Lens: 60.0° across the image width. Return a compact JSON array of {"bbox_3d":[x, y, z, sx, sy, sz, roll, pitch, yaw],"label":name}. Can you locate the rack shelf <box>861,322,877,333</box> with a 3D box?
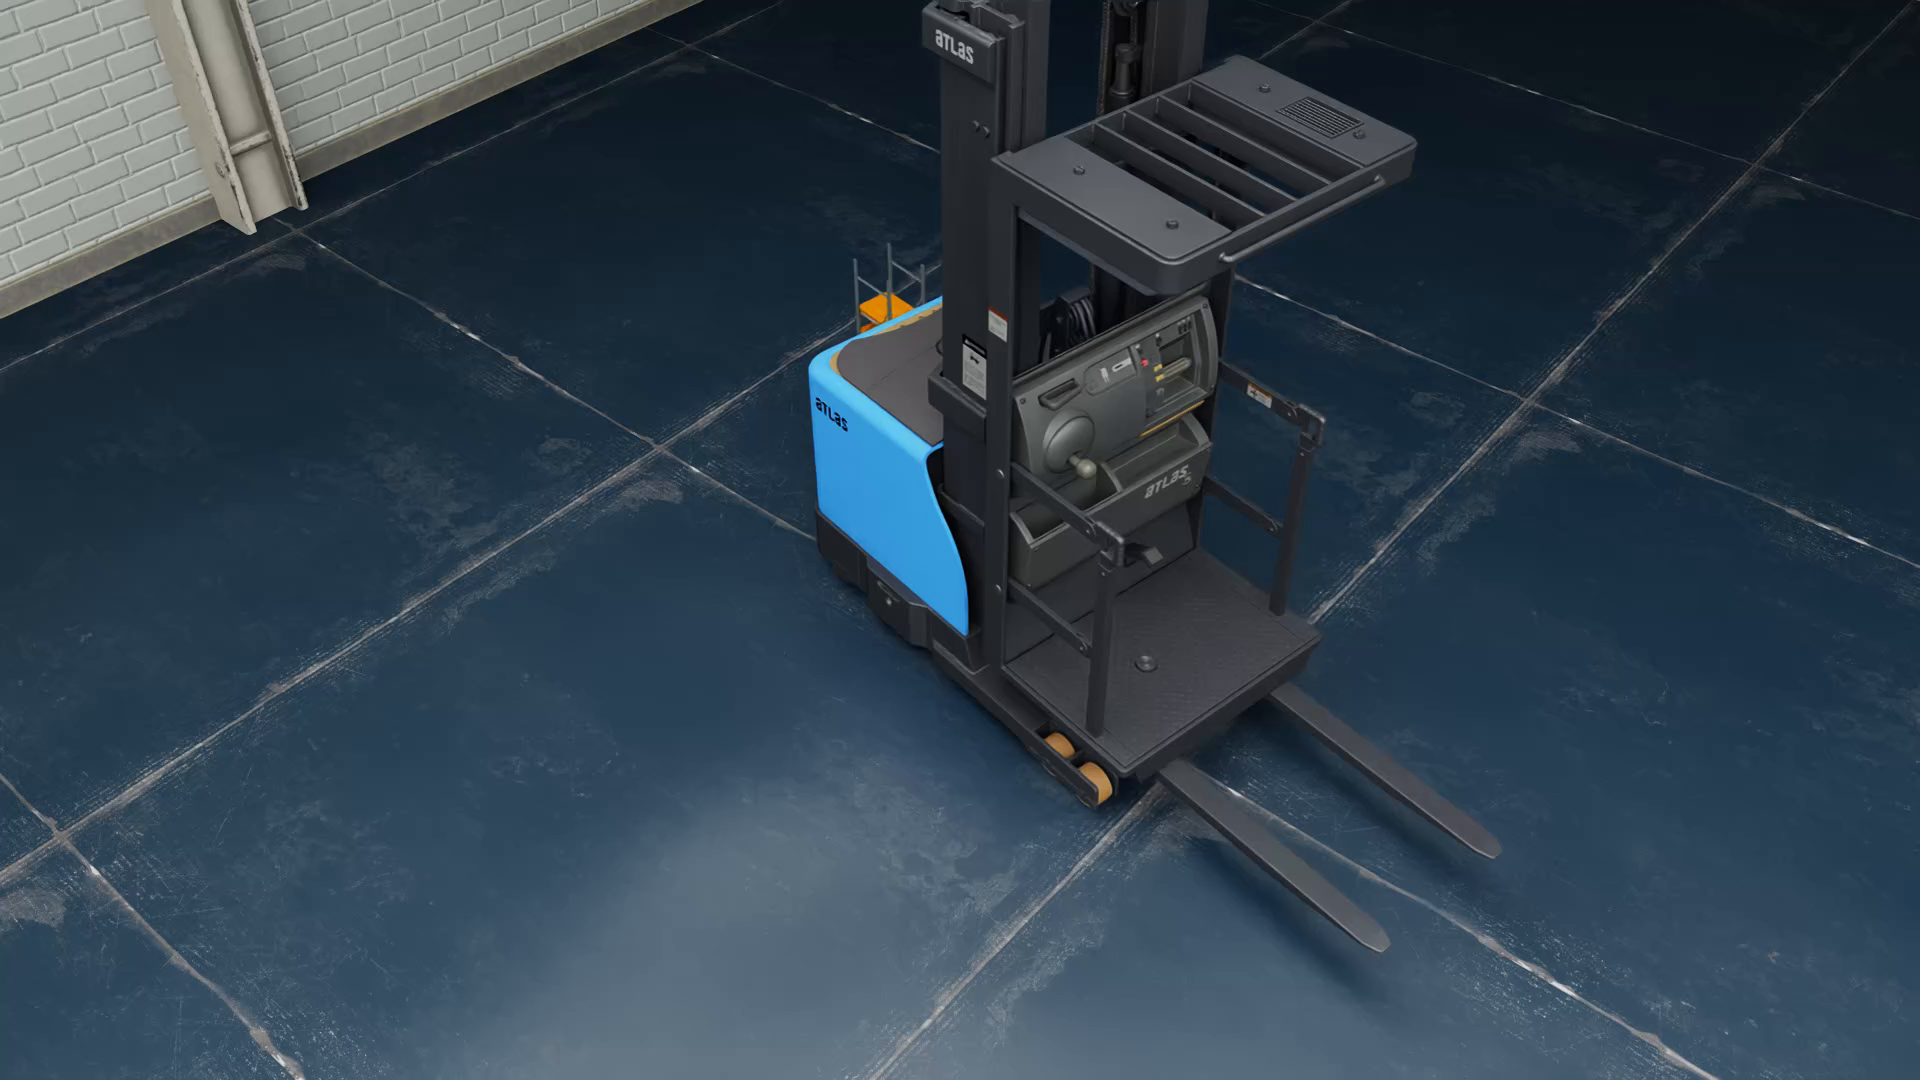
[{"bbox_3d":[-0.296,-0.857,7.192,0.180,0.103,0.258,-30,50,-29],"label":"rack shelf"}]

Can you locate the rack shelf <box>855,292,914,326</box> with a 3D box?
[{"bbox_3d":[-0.296,-0.945,7.111,0.180,0.103,0.258,-30,50,-29],"label":"rack shelf"}]

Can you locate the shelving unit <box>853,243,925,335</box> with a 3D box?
[{"bbox_3d":[-0.296,-0.712,7.323,0.189,1.200,0.258,-30,50,-29],"label":"shelving unit"}]

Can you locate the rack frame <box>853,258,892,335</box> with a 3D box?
[{"bbox_3d":[-0.365,-0.671,7.279,0.006,1.200,0.240,-30,50,-29],"label":"rack frame"}]

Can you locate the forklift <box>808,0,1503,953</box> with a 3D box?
[{"bbox_3d":[0.703,-0.460,5.759,1.130,2.935,3.031,-29,50,-28],"label":"forklift"}]

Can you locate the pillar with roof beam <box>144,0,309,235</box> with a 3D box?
[{"bbox_3d":[-0.678,-3.340,4.417,9.100,9.000,0.400,29,50,28],"label":"pillar with roof beam"}]

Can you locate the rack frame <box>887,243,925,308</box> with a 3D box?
[{"bbox_3d":[-0.227,-0.752,7.368,0.006,1.200,0.240,-30,50,-29],"label":"rack frame"}]
